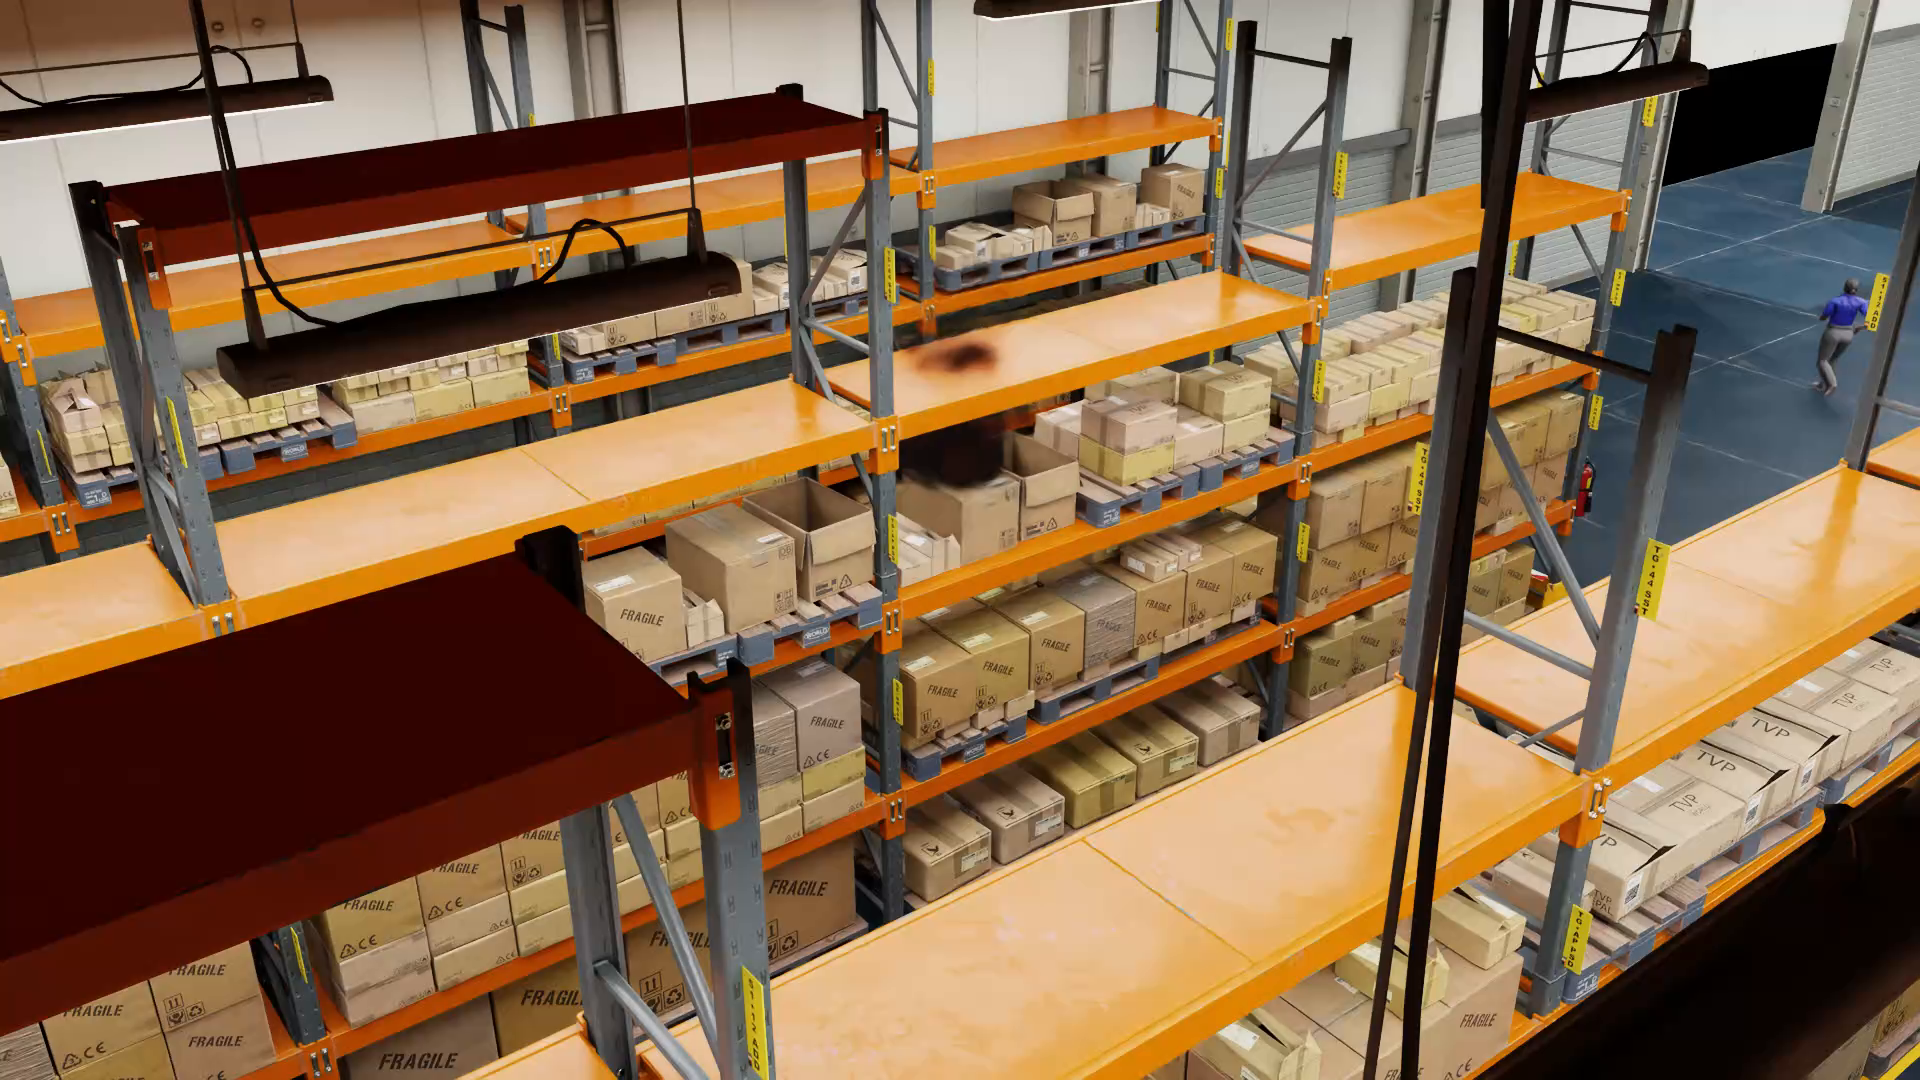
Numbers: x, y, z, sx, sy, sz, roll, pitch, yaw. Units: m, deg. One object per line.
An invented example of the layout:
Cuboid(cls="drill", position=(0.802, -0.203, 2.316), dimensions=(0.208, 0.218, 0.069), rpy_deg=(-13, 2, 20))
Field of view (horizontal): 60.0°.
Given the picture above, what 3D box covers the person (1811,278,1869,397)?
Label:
Cuboid(cls="person", position=(11.428, -2.626, 21.615), dimensions=(0.588, 1.624, 0.850), rpy_deg=(2, 26, 5))
